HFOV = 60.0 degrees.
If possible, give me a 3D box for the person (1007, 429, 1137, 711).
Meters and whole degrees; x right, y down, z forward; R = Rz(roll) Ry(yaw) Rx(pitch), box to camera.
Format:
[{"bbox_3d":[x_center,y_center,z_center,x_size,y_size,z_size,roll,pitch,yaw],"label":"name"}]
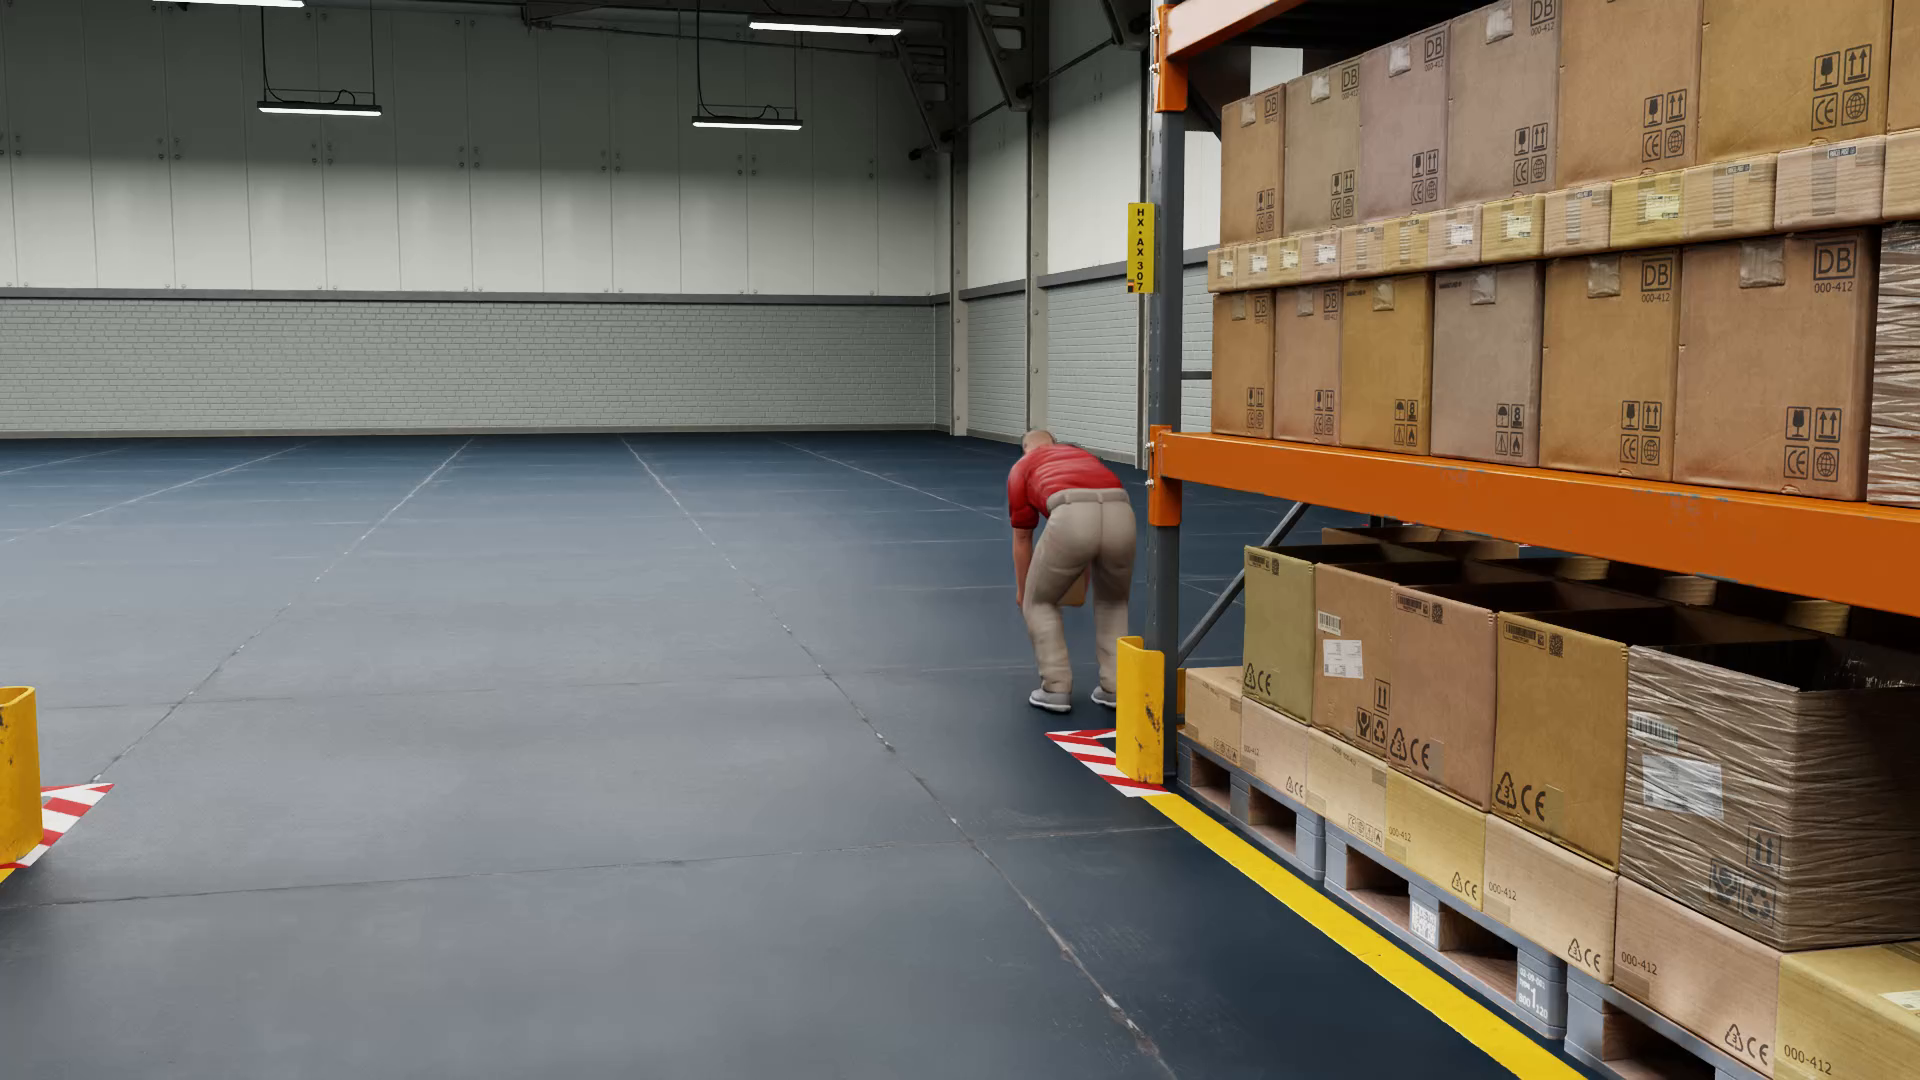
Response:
[{"bbox_3d":[0.499,0.123,7.688,0.506,1.243,0.915,-2,6,-16],"label":"person"}]
